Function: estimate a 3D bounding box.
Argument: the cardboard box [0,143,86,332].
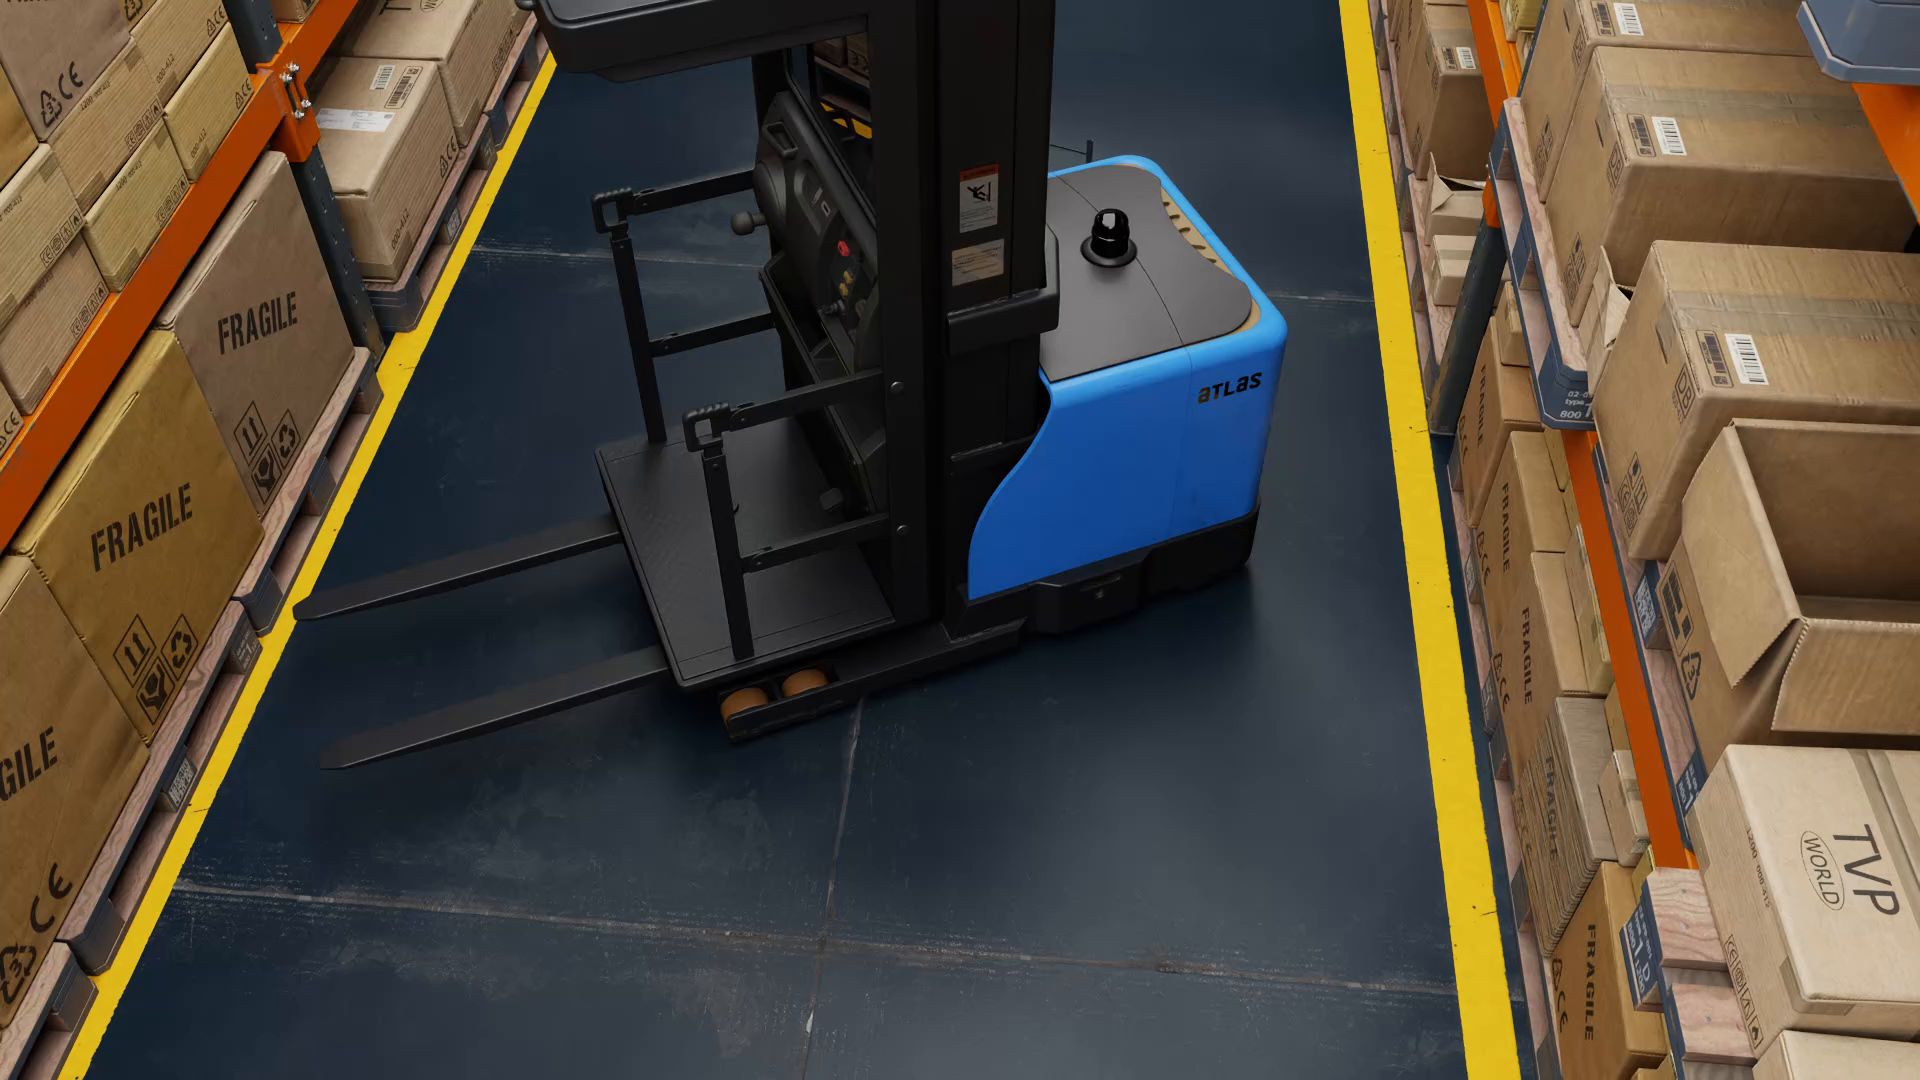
[{"bbox_3d":[-2.595,-0.767,4.181,0.500,0.250,0.500,5,48,4],"label":"cardboard box"}]

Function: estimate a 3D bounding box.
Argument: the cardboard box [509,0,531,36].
[{"bbox_3d":[-2.389,-2.789,7.720,0.875,0.438,0.875,5,48,5],"label":"cardboard box"}]

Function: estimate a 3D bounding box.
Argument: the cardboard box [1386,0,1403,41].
[{"bbox_3d":[2.323,-2.576,7.482,0.700,0.500,0.500,6,48,5],"label":"cardboard box"}]

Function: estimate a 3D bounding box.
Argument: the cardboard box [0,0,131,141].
[{"bbox_3d":[-2.548,-1.383,4.237,0.500,0.500,0.500,5,48,4],"label":"cardboard box"}]

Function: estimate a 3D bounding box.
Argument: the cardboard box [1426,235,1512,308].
[{"bbox_3d":[1.984,-1.016,6.293,0.380,0.149,0.250,3,48,2],"label":"cardboard box"}]

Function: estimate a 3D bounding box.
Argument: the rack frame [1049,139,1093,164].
[{"bbox_3d":[0.355,-1.127,6.171,0.240,0.900,0.006,18,50,16],"label":"rack frame"}]

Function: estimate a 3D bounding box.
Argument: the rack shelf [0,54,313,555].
[{"bbox_3d":[-2.900,-0.025,4.228,1.077,0.370,4.000,4,48,4],"label":"rack shelf"}]

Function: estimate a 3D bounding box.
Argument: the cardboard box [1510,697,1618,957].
[{"bbox_3d":[1.815,0.775,4.418,0.500,0.500,0.500,2,48,2],"label":"cardboard box"}]

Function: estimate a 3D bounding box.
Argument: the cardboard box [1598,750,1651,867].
[{"bbox_3d":[1.802,0.663,4.081,0.380,0.149,0.250,2,48,2],"label":"cardboard box"}]

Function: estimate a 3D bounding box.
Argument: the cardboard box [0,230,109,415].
[{"bbox_3d":[-2.620,-0.597,4.365,0.500,0.250,0.500,3,48,2],"label":"cardboard box"}]

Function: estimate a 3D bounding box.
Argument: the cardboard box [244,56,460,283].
[{"bbox_3d":[-2.554,-1.469,6.513,0.875,0.438,0.875,3,48,3],"label":"cardboard box"}]

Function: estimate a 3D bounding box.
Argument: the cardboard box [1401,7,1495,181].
[{"bbox_3d":[2.229,-1.813,6.785,0.700,0.500,0.500,2,48,2],"label":"cardboard box"}]

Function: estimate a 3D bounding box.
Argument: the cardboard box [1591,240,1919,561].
[{"bbox_3d":[1.840,-0.285,3.625,0.700,0.500,0.500,4,48,3],"label":"cardboard box"}]

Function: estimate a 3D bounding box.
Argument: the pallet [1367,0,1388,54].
[{"bbox_3d":[2.511,-2.763,8.134,1.003,0.211,1.213,4,48,4],"label":"pallet"}]

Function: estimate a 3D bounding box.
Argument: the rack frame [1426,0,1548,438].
[{"bbox_3d":[2.225,-1.407,5.004,1.000,3.000,0.127,4,48,4],"label":"rack frame"}]

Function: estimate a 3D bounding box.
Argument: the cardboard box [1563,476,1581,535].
[{"bbox_3d":[1.956,-0.078,4.758,0.380,0.149,0.250,3,48,3],"label":"cardboard box"}]

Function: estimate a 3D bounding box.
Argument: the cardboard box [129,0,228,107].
[{"bbox_3d":[-2.516,-1.516,4.866,0.500,0.250,0.500,4,48,3],"label":"cardboard box"}]

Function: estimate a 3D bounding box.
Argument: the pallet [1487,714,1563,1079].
[{"bbox_3d":[2.080,1.034,4.662,1.003,0.211,1.213,4,48,4],"label":"pallet"}]

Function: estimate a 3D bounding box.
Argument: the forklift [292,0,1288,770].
[{"bbox_3d":[-0.582,-0.817,4.511,3.031,2.935,1.130,-17,50,-15],"label":"forklift"}]

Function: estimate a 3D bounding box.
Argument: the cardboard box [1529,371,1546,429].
[{"bbox_3d":[1.980,-0.469,5.116,0.380,0.149,0.250,3,48,2],"label":"cardboard box"}]

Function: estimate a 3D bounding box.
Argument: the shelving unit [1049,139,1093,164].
[{"bbox_3d":[0.313,-1.059,6.109,0.258,0.900,0.210,18,50,16],"label":"shelving unit"}]

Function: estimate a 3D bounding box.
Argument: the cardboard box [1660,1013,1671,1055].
[{"bbox_3d":[1.785,1.051,3.725,0.380,0.149,0.250,5,48,5],"label":"cardboard box"}]

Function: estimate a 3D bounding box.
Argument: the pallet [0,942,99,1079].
[{"bbox_3d":[-2.936,1.568,4.173,1.003,0.211,1.213,4,48,4],"label":"pallet"}]

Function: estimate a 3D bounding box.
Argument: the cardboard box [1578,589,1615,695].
[{"bbox_3d":[1.871,0.286,4.426,0.380,0.149,0.250,5,48,5],"label":"cardboard box"}]

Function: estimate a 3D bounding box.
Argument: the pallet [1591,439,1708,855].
[{"bbox_3d":[2.034,0.168,3.694,1.003,0.211,1.213,4,48,4],"label":"pallet"}]

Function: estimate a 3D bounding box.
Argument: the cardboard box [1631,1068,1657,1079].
[{"bbox_3d":[1.741,1.542,3.716,0.500,0.500,0.500,3,48,3],"label":"cardboard box"}]

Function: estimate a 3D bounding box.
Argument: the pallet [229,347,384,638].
[{"bbox_3d":[-2.713,-0.225,5.812,1.003,0.211,1.213,4,48,4],"label":"pallet"}]

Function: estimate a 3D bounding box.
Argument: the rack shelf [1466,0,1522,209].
[{"bbox_3d":[2.408,-2.634,6.614,1.077,0.370,4.000,4,48,4],"label":"rack shelf"}]

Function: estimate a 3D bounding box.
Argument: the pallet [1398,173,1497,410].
[{"bbox_3d":[2.289,-0.970,6.494,1.003,0.211,1.213,4,48,4],"label":"pallet"}]

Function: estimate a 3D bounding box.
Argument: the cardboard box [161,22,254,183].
[{"bbox_3d":[-2.508,-1.341,5.045,0.500,0.250,0.500,3,48,3],"label":"cardboard box"}]

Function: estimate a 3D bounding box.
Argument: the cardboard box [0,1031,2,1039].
[{"bbox_3d":[-2.937,1.275,3.707,0.875,0.875,0.875,3,48,3],"label":"cardboard box"}]

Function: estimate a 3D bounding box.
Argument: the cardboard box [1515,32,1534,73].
[{"bbox_3d":[2.003,-1.573,5.326,0.380,0.149,0.250,4,48,4],"label":"cardboard box"}]

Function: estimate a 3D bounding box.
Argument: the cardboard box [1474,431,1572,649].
[{"bbox_3d":[1.919,0.027,5.102,0.500,0.500,0.500,3,48,3],"label":"cardboard box"}]

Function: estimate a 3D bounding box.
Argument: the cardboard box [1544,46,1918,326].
[{"bbox_3d":[1.911,-0.861,4.153,0.700,0.500,0.500,4,48,4],"label":"cardboard box"}]

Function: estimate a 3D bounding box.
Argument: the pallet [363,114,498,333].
[{"bbox_3d":[-2.571,-1.350,6.842,1.003,0.211,1.213,4,48,4],"label":"pallet"}]

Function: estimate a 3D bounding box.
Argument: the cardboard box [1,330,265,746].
[{"bbox_3d":[-2.769,-0.037,4.907,0.875,0.875,0.875,5,48,5],"label":"cardboard box"}]

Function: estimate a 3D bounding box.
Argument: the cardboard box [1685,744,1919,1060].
[{"bbox_3d":[1.635,0.644,2.945,0.500,0.250,0.500,2,48,2],"label":"cardboard box"}]
